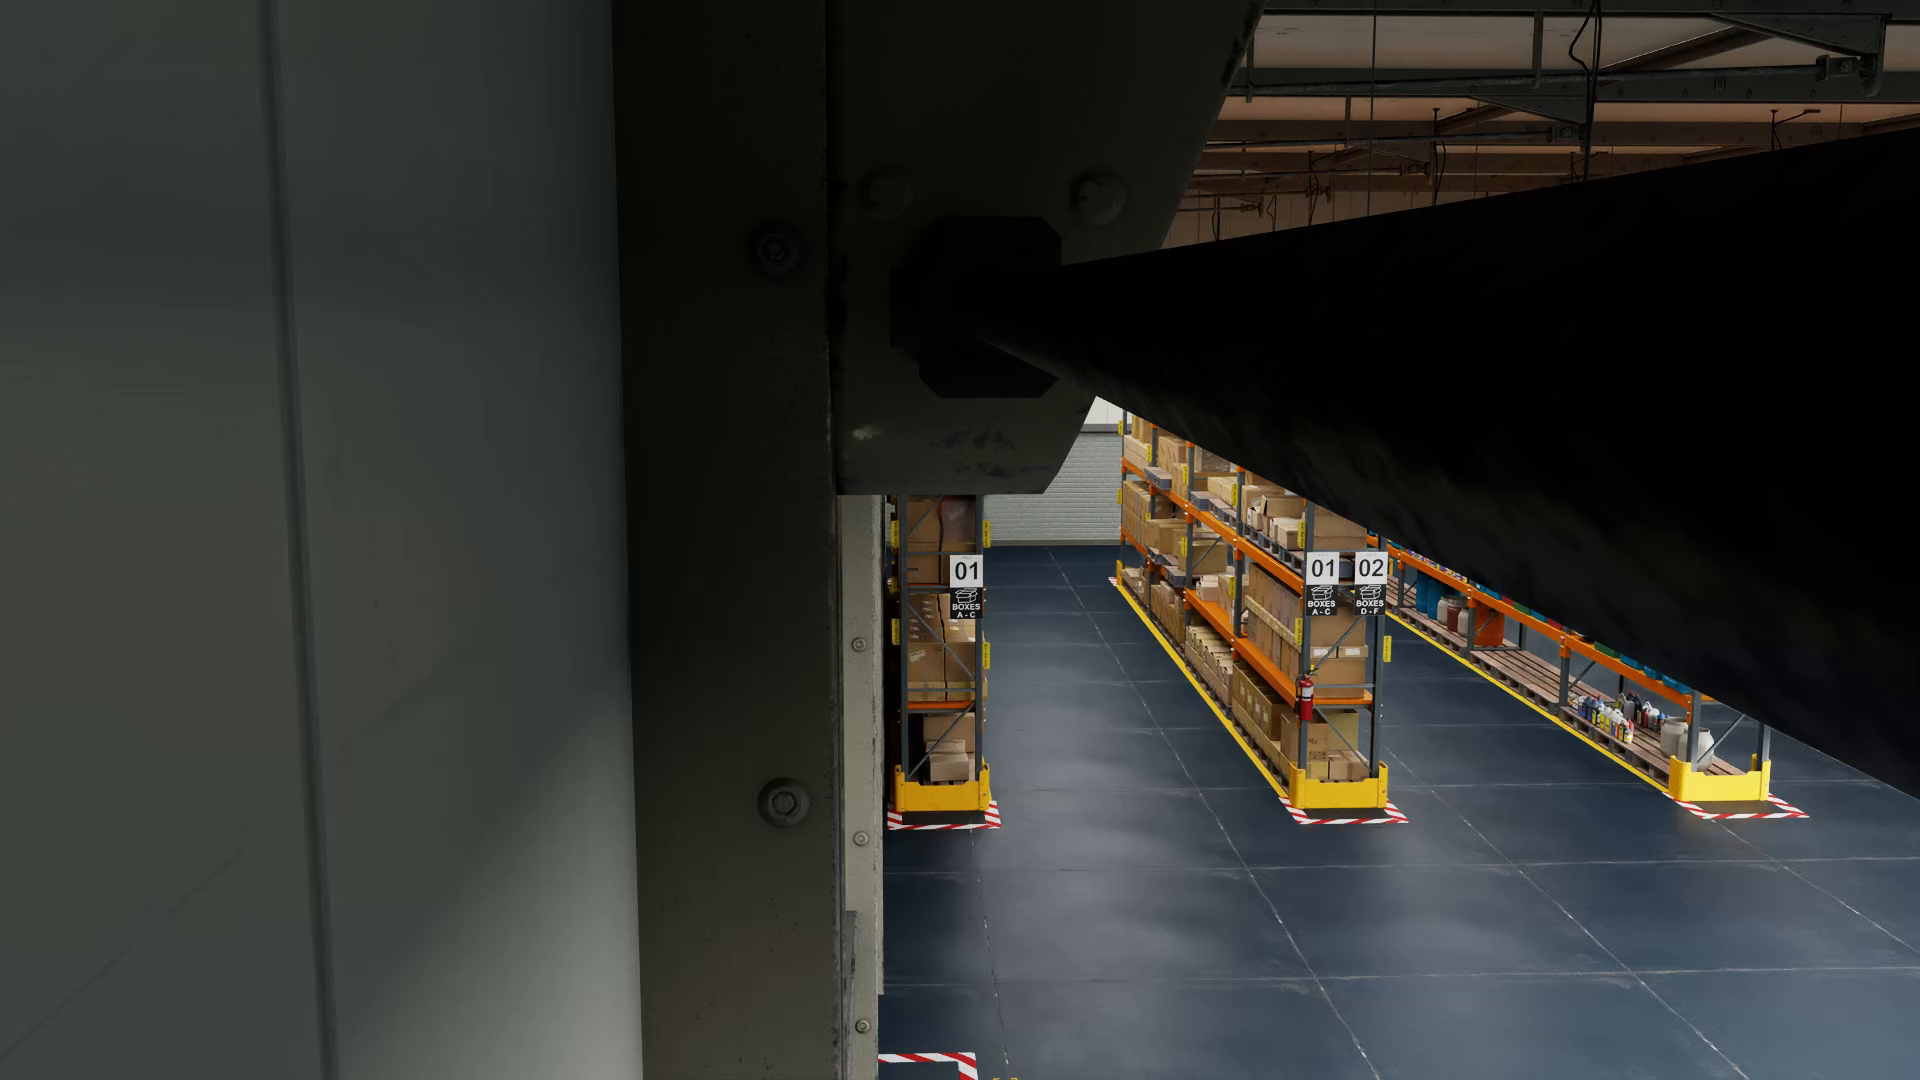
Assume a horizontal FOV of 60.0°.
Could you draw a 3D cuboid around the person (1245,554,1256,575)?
[{"bbox_3d":[6.030,0.387,34.474,0.600,1.771,0.656,-2,9,-11],"label":"person"}]
